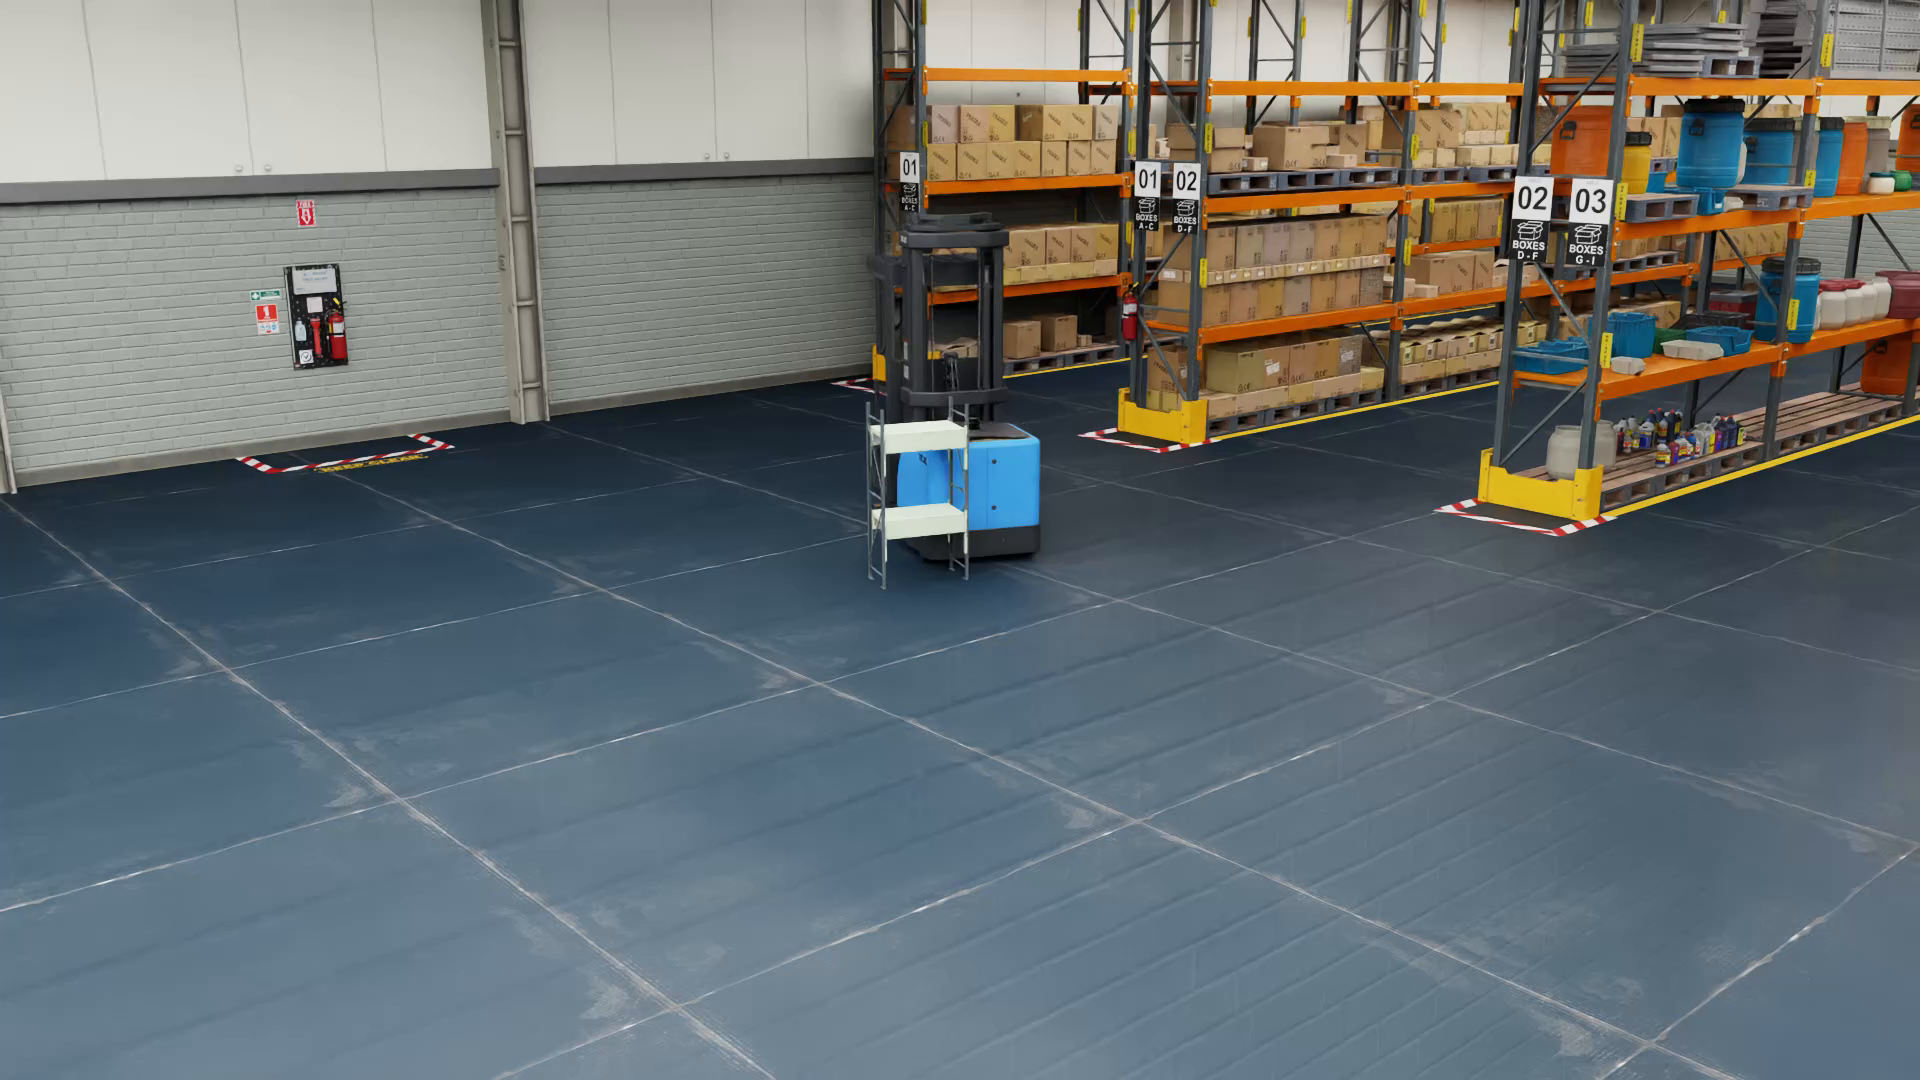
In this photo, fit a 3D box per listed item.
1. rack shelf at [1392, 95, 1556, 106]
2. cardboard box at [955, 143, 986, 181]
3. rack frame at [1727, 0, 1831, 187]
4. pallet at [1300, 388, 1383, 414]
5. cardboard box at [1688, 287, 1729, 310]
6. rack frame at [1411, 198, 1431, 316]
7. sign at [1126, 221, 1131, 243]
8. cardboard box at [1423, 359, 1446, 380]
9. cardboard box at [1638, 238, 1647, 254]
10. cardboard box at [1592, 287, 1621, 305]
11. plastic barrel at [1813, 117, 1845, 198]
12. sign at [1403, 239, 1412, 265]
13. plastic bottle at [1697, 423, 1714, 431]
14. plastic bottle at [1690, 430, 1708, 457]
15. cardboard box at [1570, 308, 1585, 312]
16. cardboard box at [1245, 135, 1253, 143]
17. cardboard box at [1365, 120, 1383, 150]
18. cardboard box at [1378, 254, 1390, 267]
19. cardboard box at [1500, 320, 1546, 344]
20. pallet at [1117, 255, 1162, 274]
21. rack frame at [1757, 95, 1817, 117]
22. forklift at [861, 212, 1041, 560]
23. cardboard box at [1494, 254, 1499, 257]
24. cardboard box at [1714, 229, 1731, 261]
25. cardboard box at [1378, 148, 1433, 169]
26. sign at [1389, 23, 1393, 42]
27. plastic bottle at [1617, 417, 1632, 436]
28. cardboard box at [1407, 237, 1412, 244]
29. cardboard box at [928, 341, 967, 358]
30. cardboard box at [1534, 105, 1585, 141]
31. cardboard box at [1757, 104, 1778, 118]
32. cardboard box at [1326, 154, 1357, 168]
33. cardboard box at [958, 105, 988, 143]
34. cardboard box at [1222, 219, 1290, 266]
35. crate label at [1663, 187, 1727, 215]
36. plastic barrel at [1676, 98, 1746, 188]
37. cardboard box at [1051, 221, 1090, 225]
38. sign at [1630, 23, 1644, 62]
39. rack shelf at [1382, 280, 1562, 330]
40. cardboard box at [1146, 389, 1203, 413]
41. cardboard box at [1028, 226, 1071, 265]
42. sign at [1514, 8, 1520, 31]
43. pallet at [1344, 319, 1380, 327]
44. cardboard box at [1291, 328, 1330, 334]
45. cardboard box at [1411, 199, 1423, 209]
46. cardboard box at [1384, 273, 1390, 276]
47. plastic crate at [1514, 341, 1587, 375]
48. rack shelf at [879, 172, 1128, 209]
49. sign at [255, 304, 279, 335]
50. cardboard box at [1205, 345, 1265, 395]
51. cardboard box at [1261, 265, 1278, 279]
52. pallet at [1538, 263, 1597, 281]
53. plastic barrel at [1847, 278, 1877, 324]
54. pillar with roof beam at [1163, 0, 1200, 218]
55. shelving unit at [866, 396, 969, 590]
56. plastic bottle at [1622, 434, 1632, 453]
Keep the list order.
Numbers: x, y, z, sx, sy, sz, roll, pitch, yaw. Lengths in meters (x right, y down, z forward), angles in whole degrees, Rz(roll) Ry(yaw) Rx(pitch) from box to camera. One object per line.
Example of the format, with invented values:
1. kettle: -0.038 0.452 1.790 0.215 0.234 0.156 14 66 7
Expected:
1. rack shelf: 9.736 -8.404 31.443 4.000 0.370 1.077 -13 19 -39
2. cardboard box: 0.020 -5.274 23.136 0.500 0.500 0.500 -11 19 -36
3. rack frame: 8.695 -5.322 17.736 0.127 3.000 1.000 -13 19 -39
4. pallet: 4.819 -1.915 22.009 1.213 0.211 1.003 -13 19 -39
5. cardboard box: 12.896 -4.069 28.657 0.637 0.503 0.797 -13 19 -39
6. rack frame: 8.227 -5.707 30.805 0.127 3.000 1.000 -13 19 -39
7. sign: 2.554 -4.666 25.229 0.005 0.325 0.100 -13 19 -39
8. cardboard box: 6.300 -2.369 22.822 0.500 0.250 0.500 -12 19 -38
9. cardboard box: 10.500 -4.829 26.510 0.500 0.500 0.700 -9 17 -31
10. cardboard box: 10.202 -3.907 26.602 0.500 0.250 0.500 -13 19 -39
11. plastic barrel: 9.923 -4.465 19.369 0.708 0.901 0.600 -13 19 -39
12. sign: 5.812 -3.737 21.598 0.005 0.325 0.100 -13 19 -39
13. plastic bottle: 8.138 -1.147 18.157 0.135 0.276 0.152 -13 19 -39
14. plastic bottle: 7.885 -1.041 17.760 0.135 0.276 0.152 -12 19 -38
15. cardboard box: 9.406 -3.363 26.018 0.500 0.500 0.500 -14 20 -41
16. cardboard box: 4.515 -6.460 27.576 0.500 0.500 0.500 -13 19 -39
17. cardboard box: 7.114 -7.183 29.470 0.500 0.500 0.700 -13 20 -40
18. cardboard box: 5.382 -3.662 21.698 0.250 0.149 0.380 -13 20 -39
19. cardboard box: 8.231 -3.075 24.377 0.500 0.311 0.500 -12 19 -38
20. pallet: 2.864 -4.361 26.135 1.213 0.211 1.003 -13 19 -39
21. rack frame: 14.499 -8.320 28.959 0.127 3.000 1.000 -13 19 -39
22. forklift: -0.228 -1.579 15.483 1.130 2.935 3.031 -5 16 -17
23. cardboard box: 10.745 -5.616 33.234 0.250 0.149 0.380 -12 19 -39
24. cardboard box: 12.429 -4.913 27.636 0.500 0.500 0.500 -12 19 -38
25. cardboard box: 5.918 -5.071 22.085 0.500 0.250 0.500 -10 18 -34
26. sign: 7.881 -9.246 30.310 0.005 0.325 0.100 -13 19 -39
27. plastic bottle: 7.211 -1.165 18.079 0.185 0.351 0.144 -12 19 -37
28. cardboard box: 7.983 -5.436 30.237 0.250 0.149 0.380 -12 19 -38
29. cardboard box: -0.244 -2.688 23.858 0.500 0.311 0.500 13 20 41
30. cardboard box: 8.797 -6.119 24.403 0.500 0.500 0.500 -13 19 -39
31. cardboard box: 13.383 -7.138 28.216 0.500 0.500 0.700 -13 19 -39
32. cardboard box: 4.716 -4.729 20.732 0.250 0.149 0.380 -13 19 -39
33. cardboard box: 0.036 -5.758 23.011 0.500 0.500 0.500 -13 20 -40
34. cardboard box: 3.603 -3.647 20.384 0.500 0.500 0.700 -13 19 -39
35. crate label: 7.307 -3.376 16.552 0.408 0.251 0.502 -13 19 -39
36. plastic barrel: 7.874 -4.170 17.451 0.708 0.901 0.600 -13 19 -39
37. cardboard box: 1.700 -4.613 25.505 0.500 0.500 0.500 -13 20 -41
38. sign: 6.036 -4.435 14.823 0.005 0.325 0.100 -13 19 -39
39. rack shelf: 6.955 -3.380 23.484 4.000 0.370 1.077 -13 19 -39
40. cardboard box: 2.640 -1.734 20.442 0.500 0.250 0.500 -13 19 -39
41. cardboard box: 1.279 -4.343 24.494 0.500 0.500 0.500 -13 20 -41
42. sign: 8.101 -7.558 24.144 0.005 0.325 0.100 -13 19 -39
43. pallet: 6.774 -4.007 29.843 1.213 0.211 1.003 -13 19 -39
44. cardboard box: 4.519 -2.521 21.938 0.500 0.500 0.500 -13 19 -39
45. cardboard box: 8.043 -6.143 30.171 0.500 0.250 0.500 -12 19 -38
46. cardboard box: 5.989 -3.508 22.832 0.258 0.266 0.396 -13 20 -41
47. plastic crate: 5.859 -1.817 16.529 0.616 0.251 0.499 -13 19 -39
48. rack shelf: 0.683 -5.115 24.168 4.000 0.370 1.077 -13 19 -39
49. sign: -7.766 -2.478 18.644 0.234 0.329 0.001 -13 19 -39
50. cardboard box: 3.356 -2.080 20.287 0.500 0.500 0.500 -13 19 -39
51. cardboard box: 3.644 -3.272 20.238 0.250 0.149 0.380 -14 20 -41
52. pallet: 8.929 -4.102 25.166 1.003 0.211 1.213 -13 19 -39
53. plastic barrel: 10.759 -2.868 19.958 0.421 0.512 0.421 0 15 0
54. pillar with roof beam: 6.487 -7.038 24.162 0.400 9.000 9.100 -13 19 -39
55. shelving unit: -0.350 -0.397 13.830 0.755 1.500 0.431 -6 16 -20
56. plastic bottle: 7.184 -1.043 17.911 0.097 0.201 0.097 0 15 0
